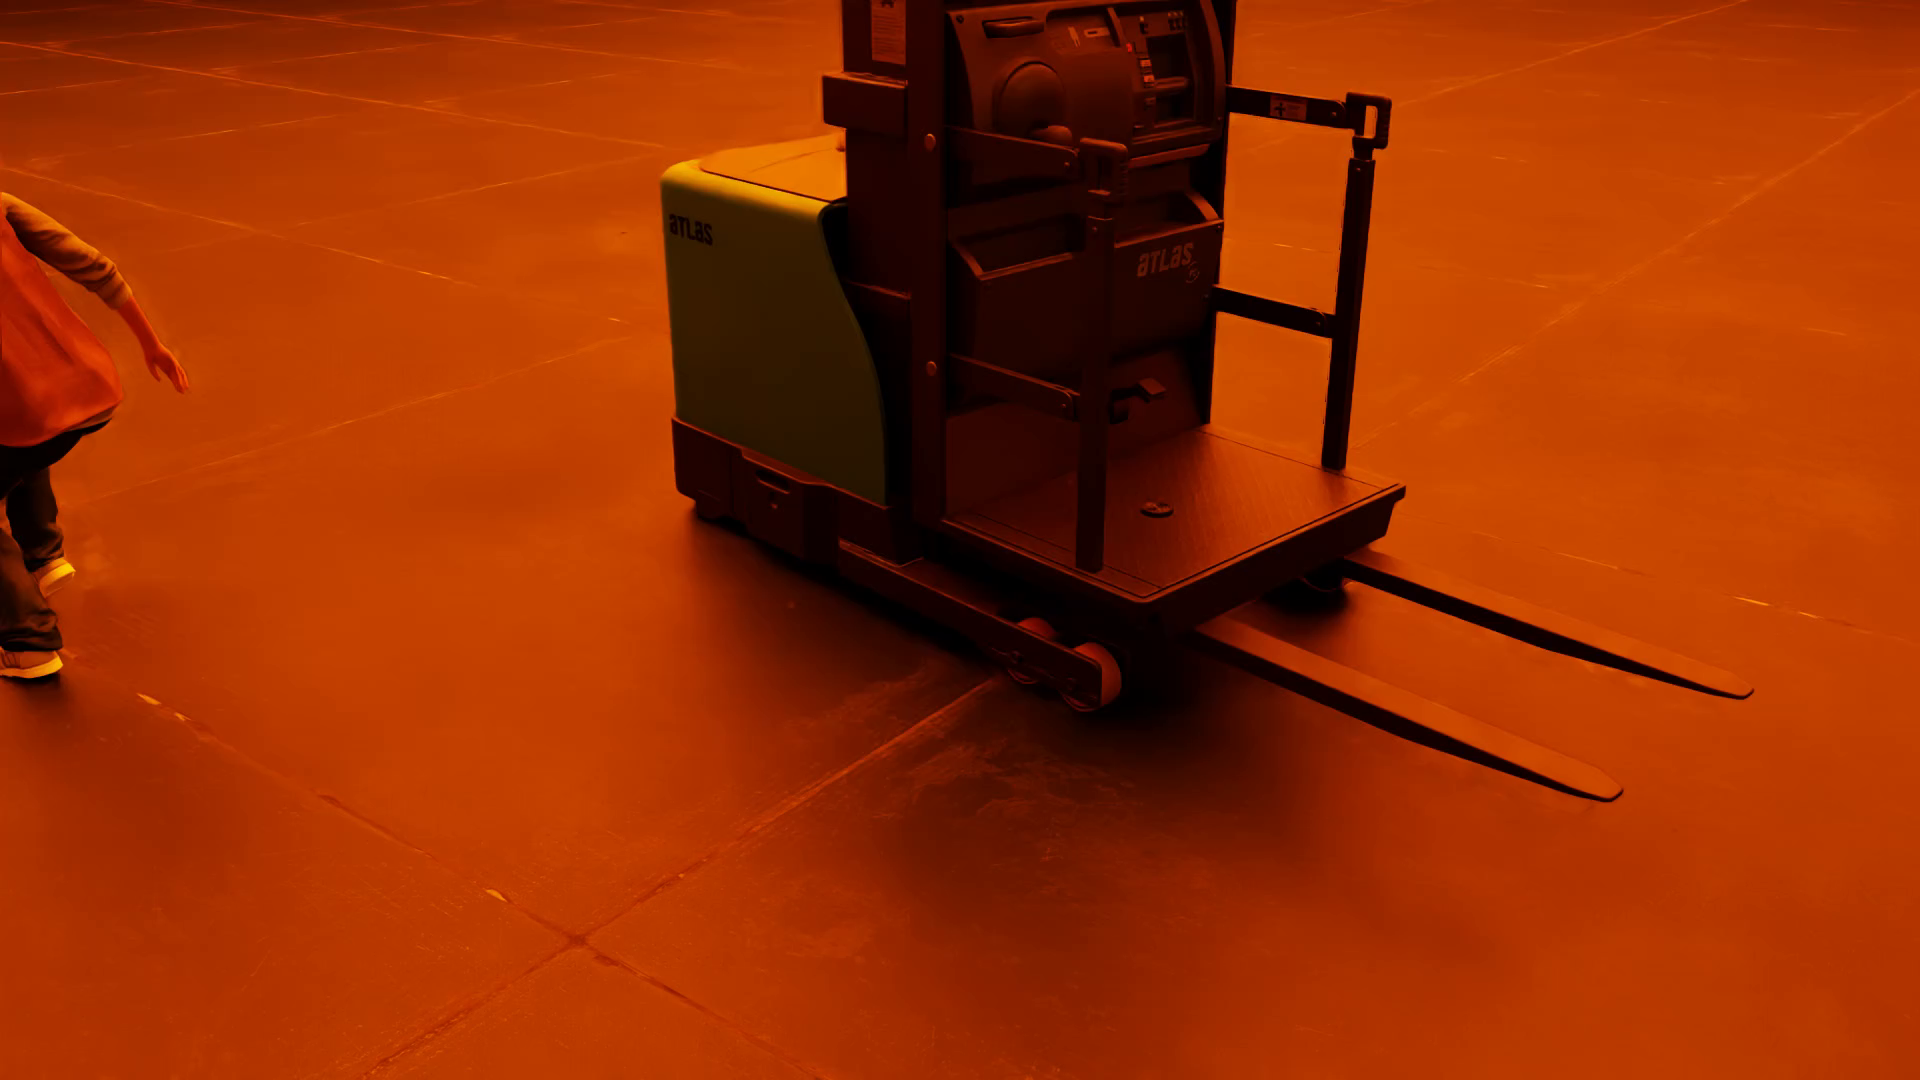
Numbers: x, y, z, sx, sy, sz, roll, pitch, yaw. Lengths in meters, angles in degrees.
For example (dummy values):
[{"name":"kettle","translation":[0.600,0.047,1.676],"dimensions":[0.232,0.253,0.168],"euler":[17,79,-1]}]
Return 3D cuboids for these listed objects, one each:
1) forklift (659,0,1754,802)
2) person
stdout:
[{"name":"forklift","translation":[0.483,-1.157,3.997],"dimensions":[1.130,2.935,3.031],"euler":[-21,31,-39]},{"name":"person","translation":[-2.405,-0.384,4.190],"dimensions":[0.654,1.398,0.642],"euler":[16,28,33]}]
